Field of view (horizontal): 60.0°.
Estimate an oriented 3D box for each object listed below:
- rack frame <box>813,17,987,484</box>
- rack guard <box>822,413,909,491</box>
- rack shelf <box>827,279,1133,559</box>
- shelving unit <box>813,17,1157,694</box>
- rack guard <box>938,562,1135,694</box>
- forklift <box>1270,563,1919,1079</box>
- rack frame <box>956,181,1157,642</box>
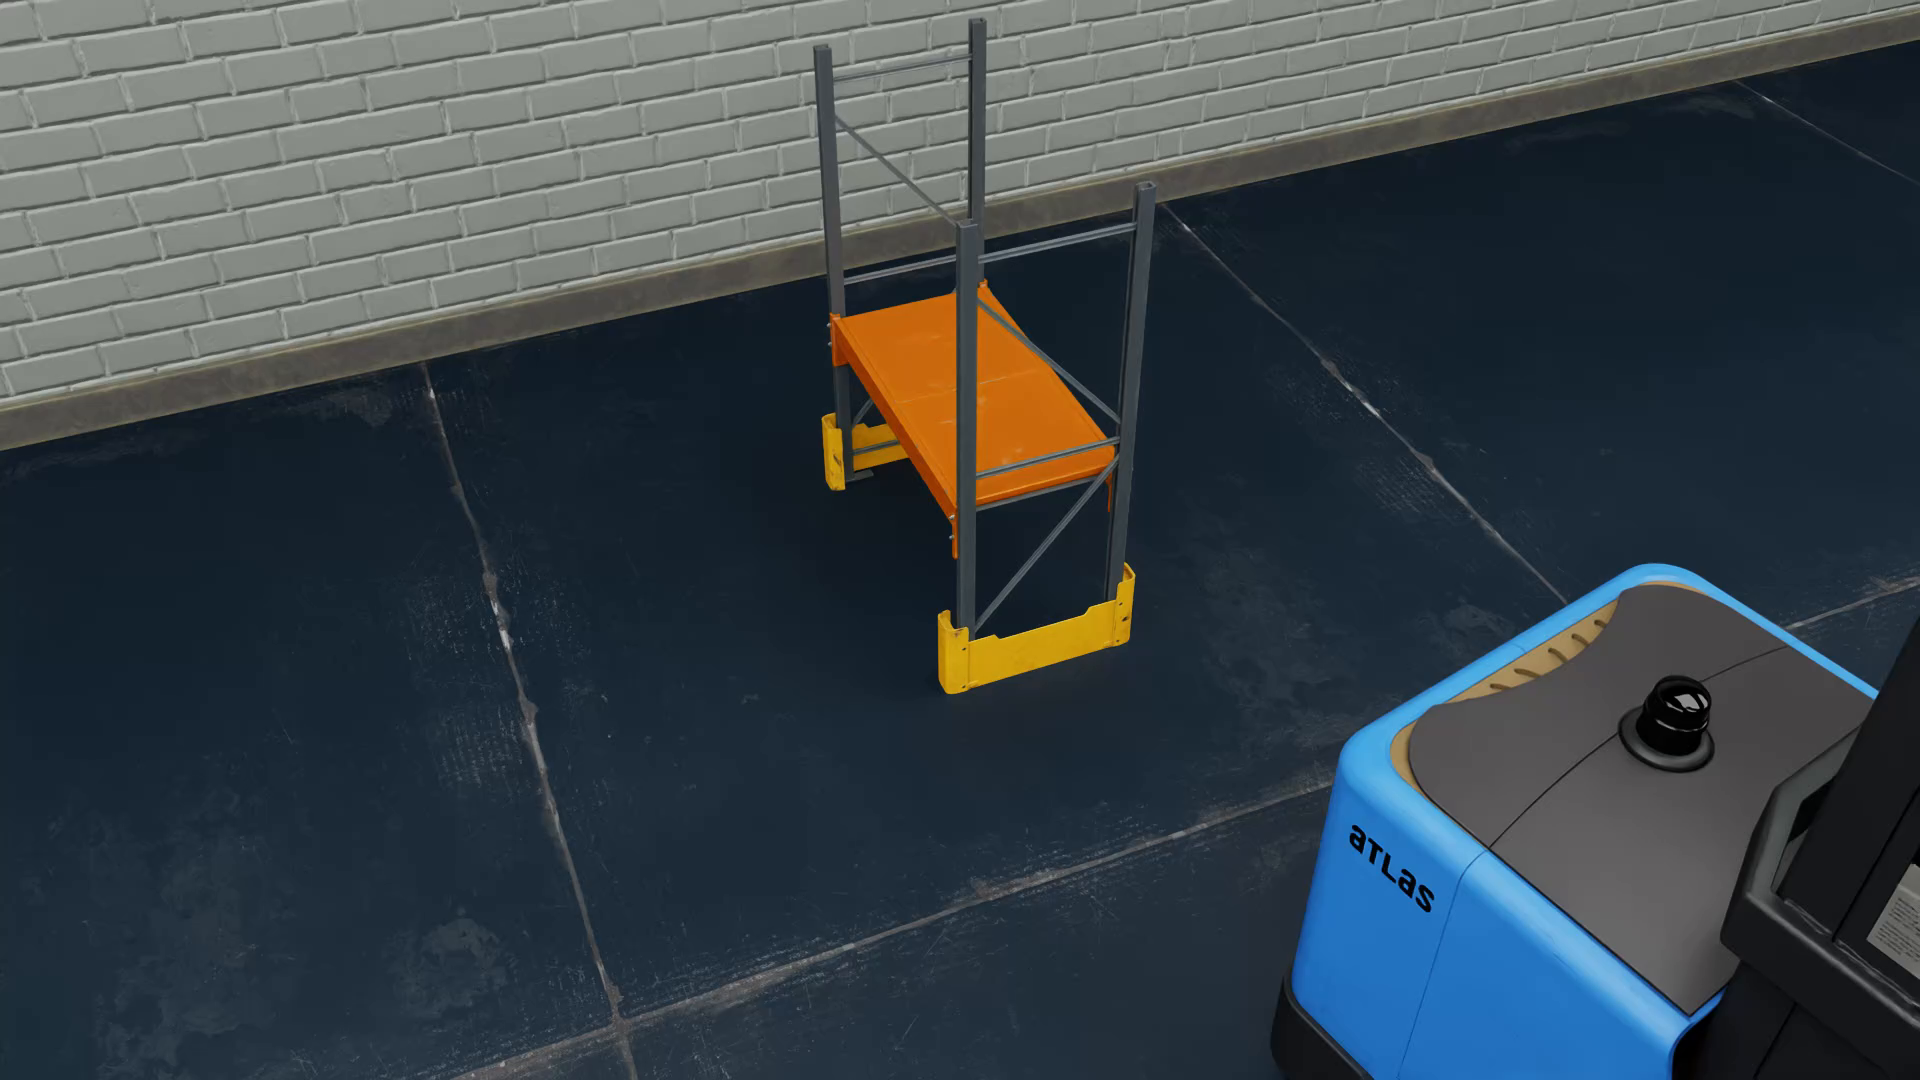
[{"bbox_3d":[-0.162,-0.823,5.057,0.500,1.500,0.032,-15,43,-17],"label":"rack frame"},{"bbox_3d":[-0.161,-0.349,5.464,0.587,0.250,0.087,-15,43,-17],"label":"rack guard"},{"bbox_3d":[0.033,-0.381,4.818,0.538,0.185,1.000,-15,43,-17],"label":"rack shelf"},{"bbox_3d":[0.029,-0.523,4.708,0.587,1.500,1.083,-15,43,-17],"label":"shelving unit"},{"bbox_3d":[0.220,0.251,4.766,0.587,0.250,0.087,-15,43,-17],"label":"rack guard"},{"bbox_3d":[1.968,0.694,2.195,1.130,2.935,3.031,-25,46,-26],"label":"forklift"},{"bbox_3d":[0.227,-0.211,4.345,0.500,1.500,0.032,-15,43,-17],"label":"rack frame"}]
